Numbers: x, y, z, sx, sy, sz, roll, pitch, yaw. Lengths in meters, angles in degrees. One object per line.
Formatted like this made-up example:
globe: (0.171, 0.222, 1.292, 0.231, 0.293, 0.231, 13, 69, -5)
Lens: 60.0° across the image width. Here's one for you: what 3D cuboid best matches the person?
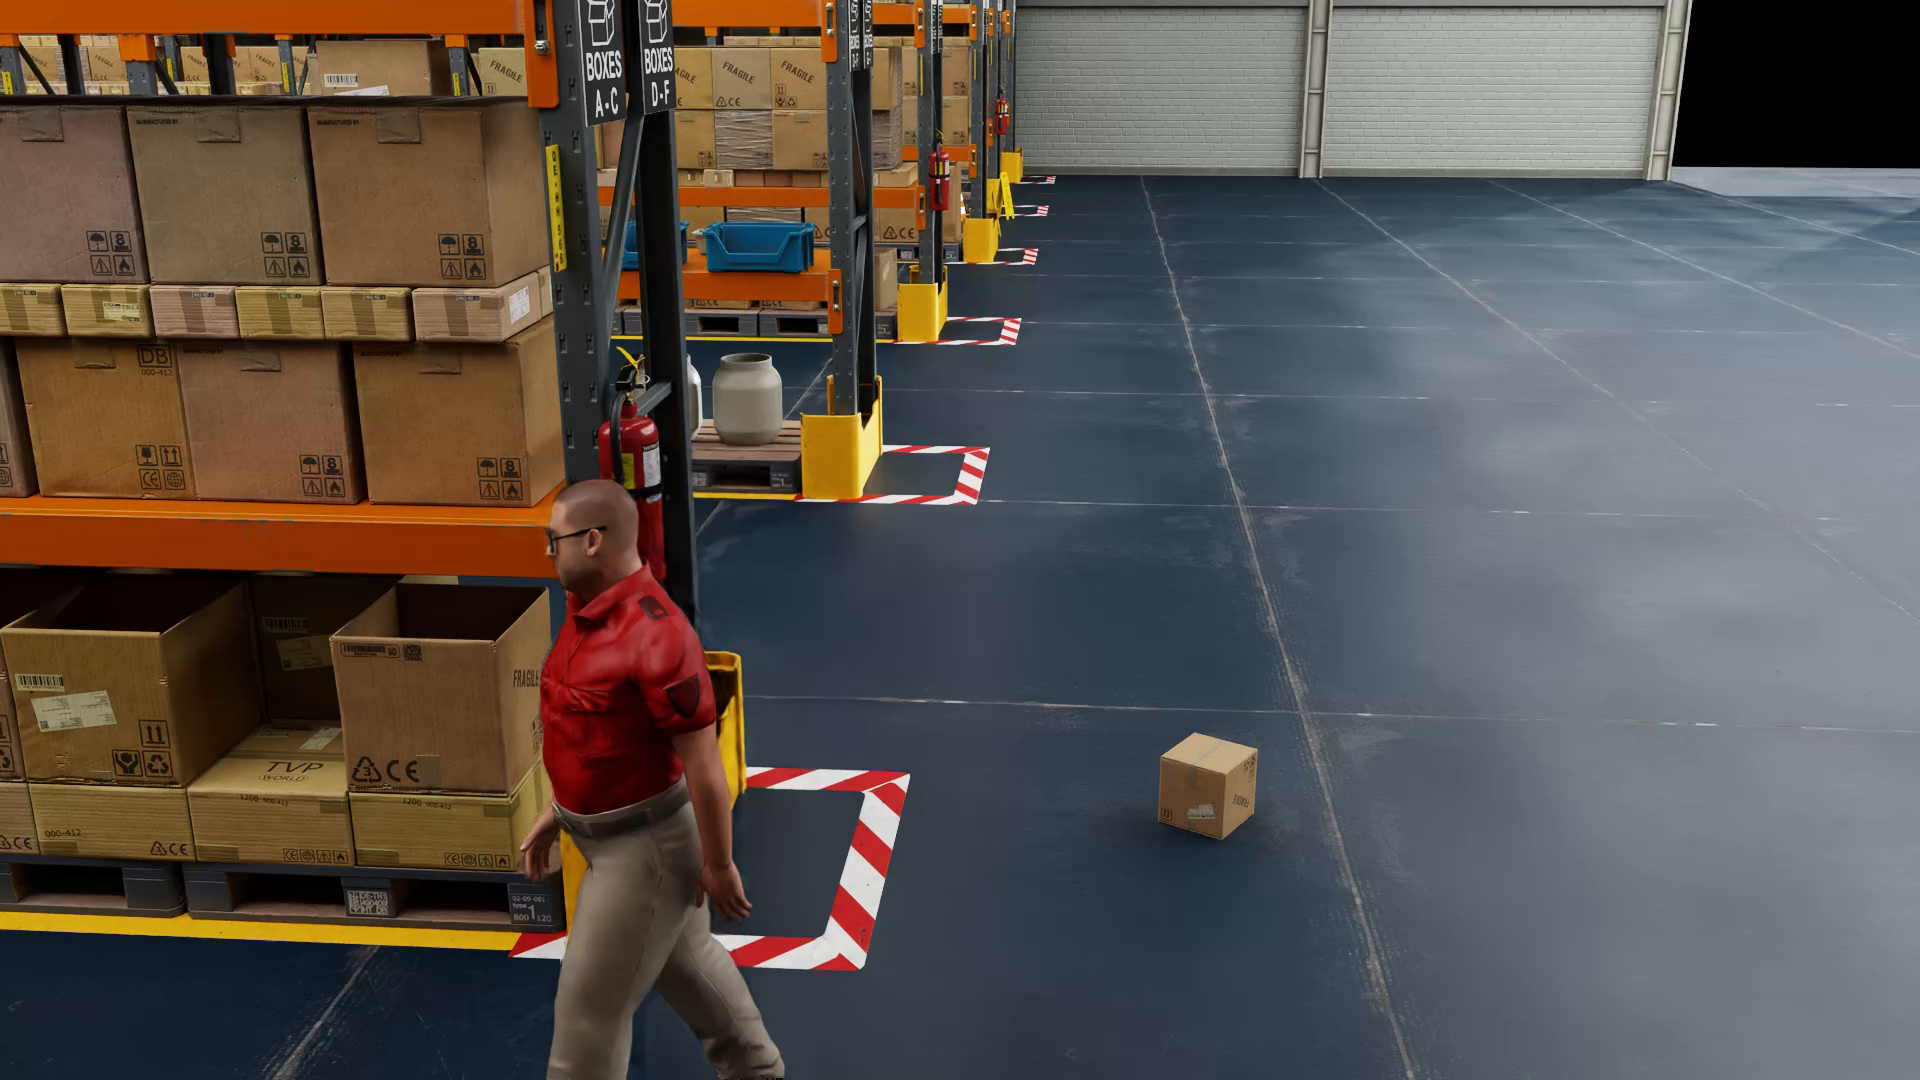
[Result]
person: (-0.839, 0.700, 3.822, 0.901, 1.689, 0.589, -8, 19, -25)
